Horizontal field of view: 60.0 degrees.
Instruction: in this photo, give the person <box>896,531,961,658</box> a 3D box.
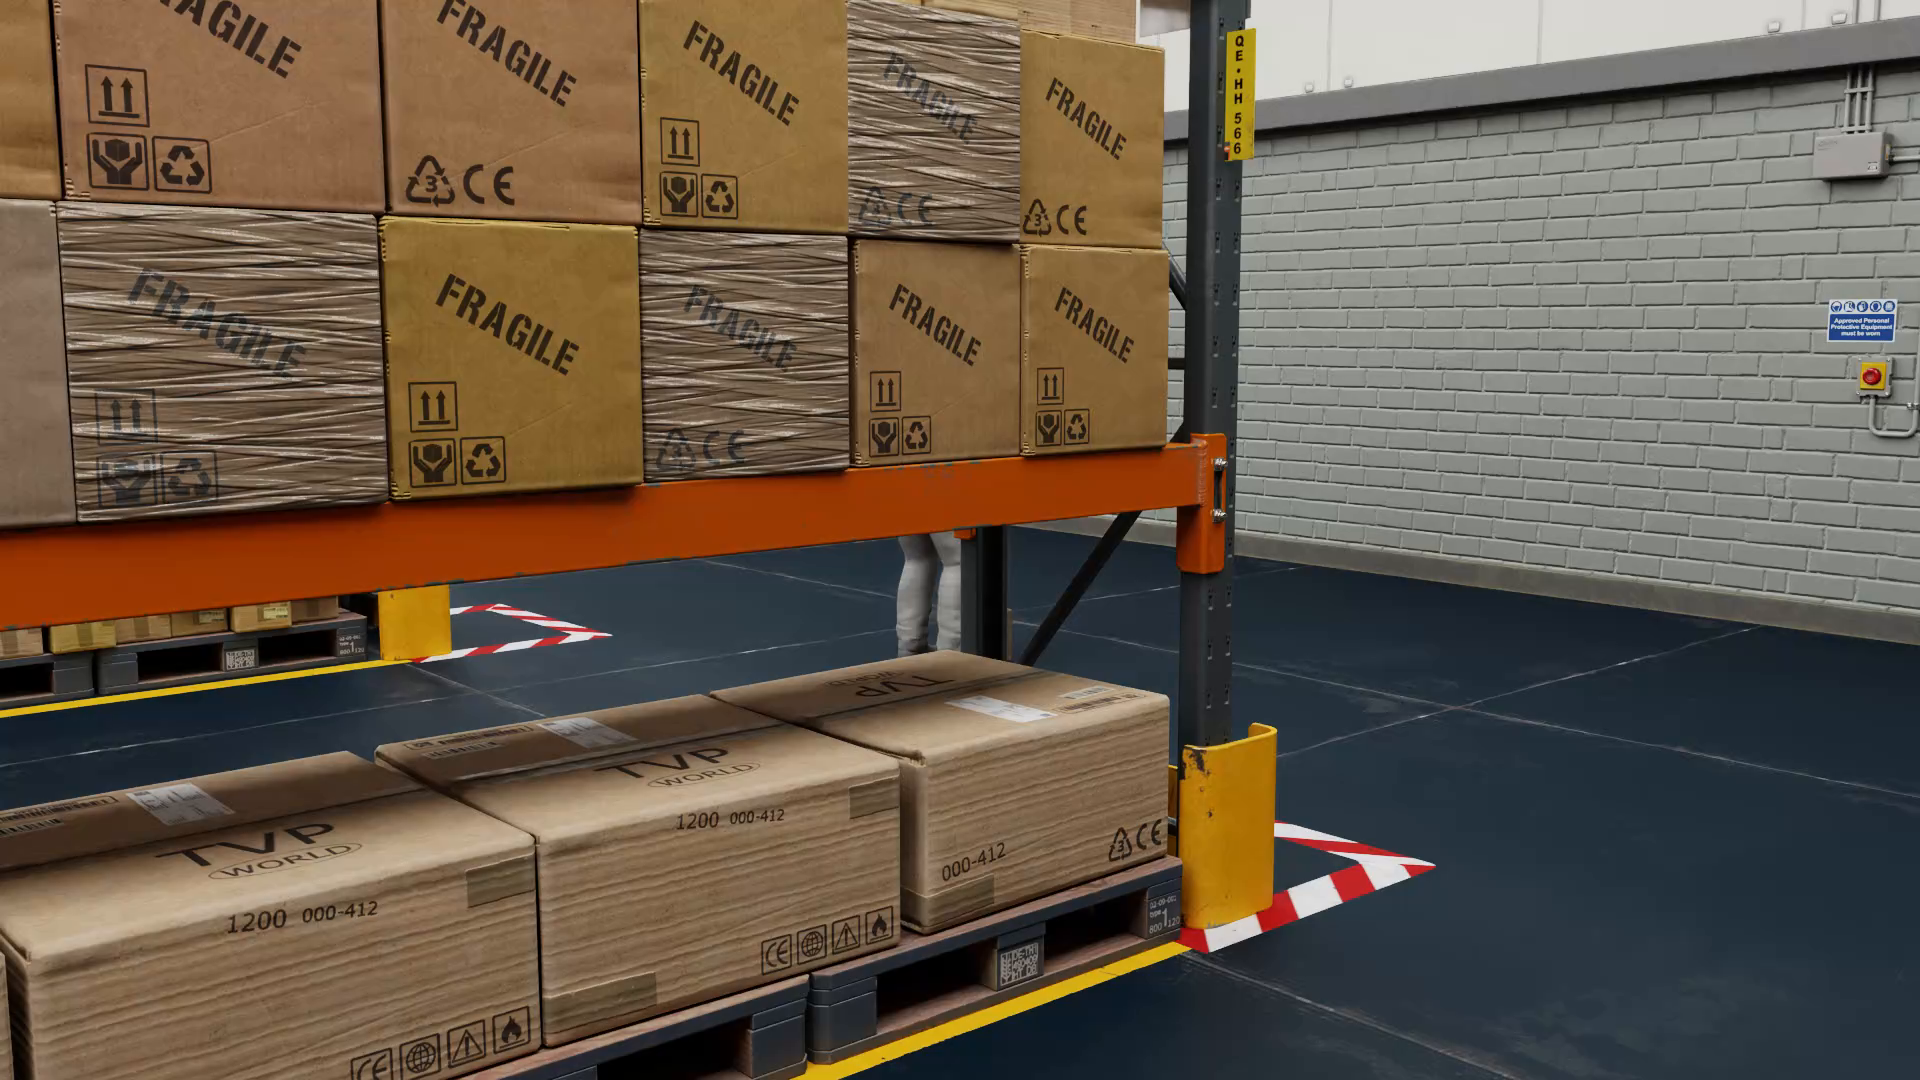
[{"bbox_3d":[-0.131,-0.262,7.784,0.437,1.747,0.603,-7,10,-44],"label":"person"}]
